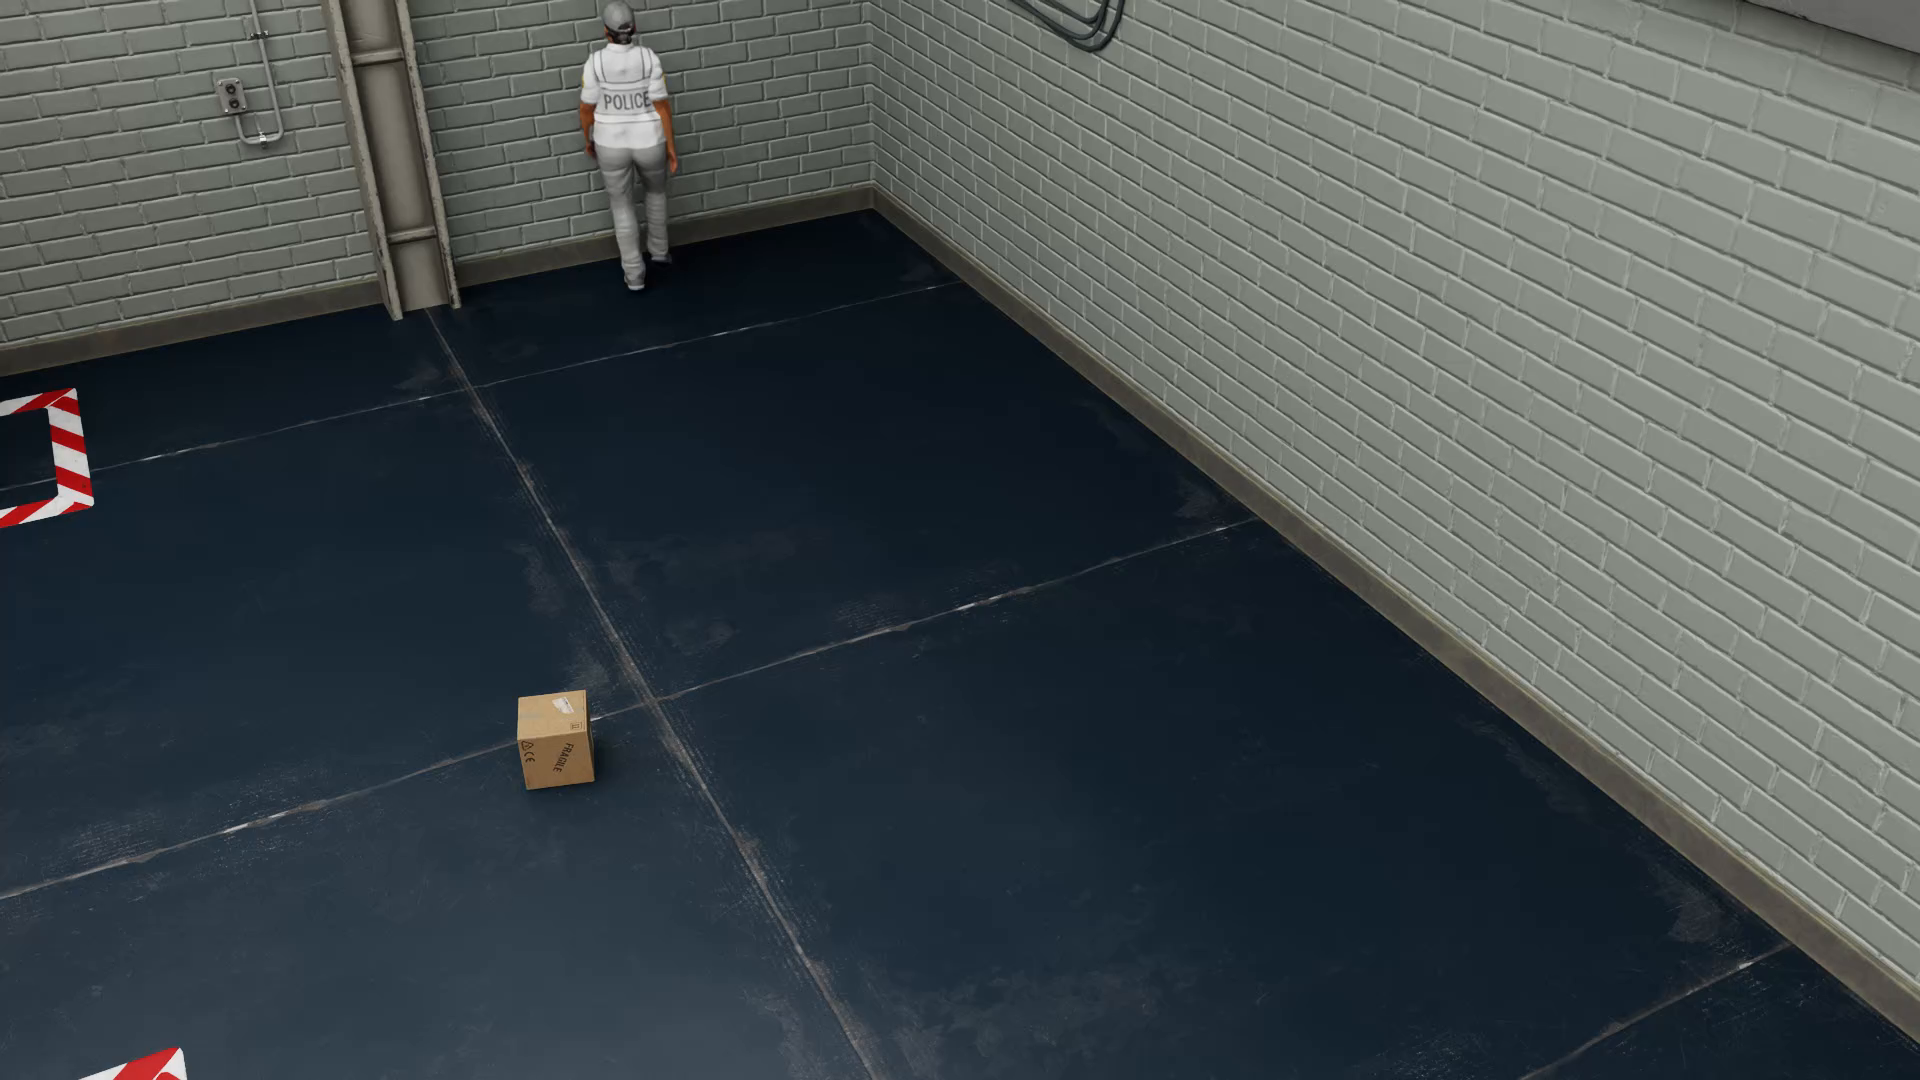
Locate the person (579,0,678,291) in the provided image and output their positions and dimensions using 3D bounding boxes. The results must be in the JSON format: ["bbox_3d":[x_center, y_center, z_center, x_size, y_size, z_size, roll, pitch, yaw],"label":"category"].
[{"bbox_3d":[-1.927,-2.289,9.652,0.508,1.717,0.606,-10,35,-15],"label":"person"}]
